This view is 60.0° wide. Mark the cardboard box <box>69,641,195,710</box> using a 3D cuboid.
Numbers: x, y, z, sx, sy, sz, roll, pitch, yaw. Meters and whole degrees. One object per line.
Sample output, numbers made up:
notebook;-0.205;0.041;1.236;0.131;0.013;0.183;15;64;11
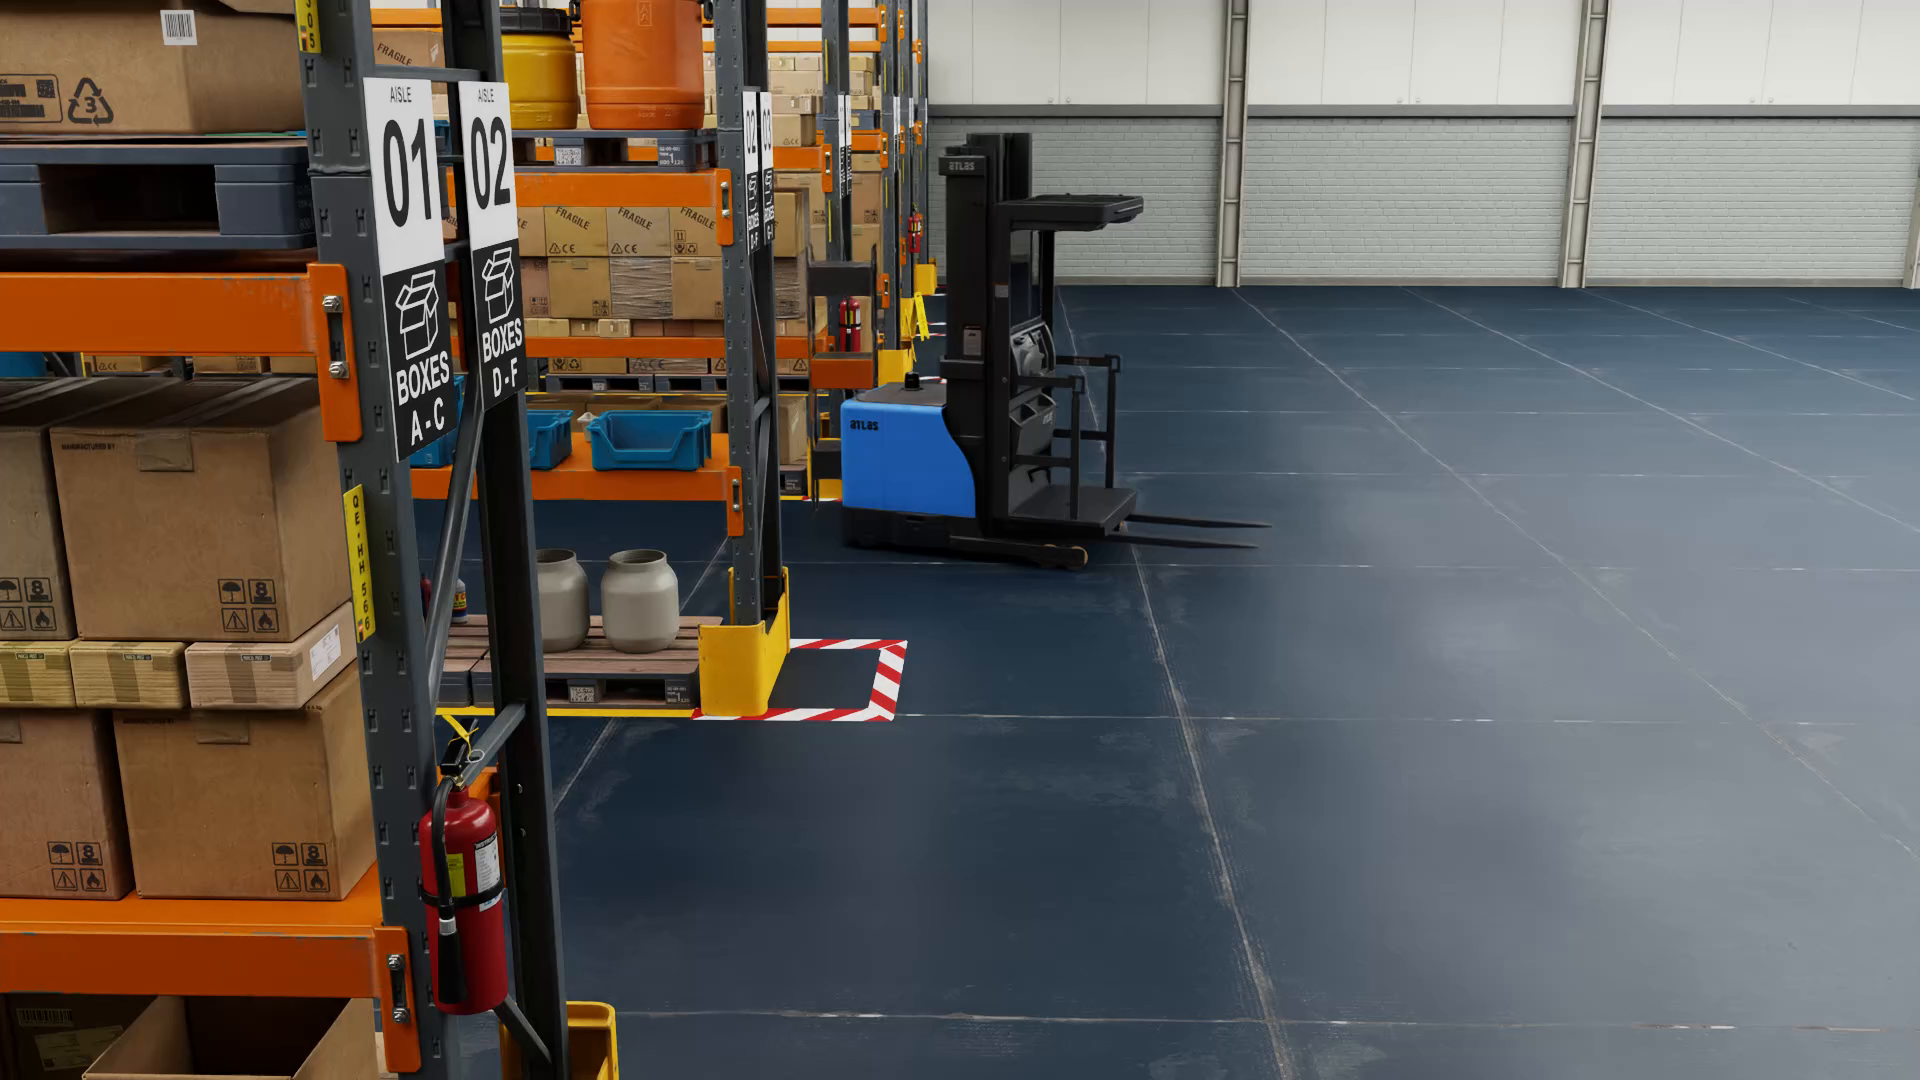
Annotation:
cardboard box;-1.895;0.269;3.972;0.250;0.149;0.380;1;15;3

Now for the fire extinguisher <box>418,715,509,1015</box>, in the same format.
fire extinguisher;-1.140;0.743;3.795;0.183;0.674;0.296;0;15;1

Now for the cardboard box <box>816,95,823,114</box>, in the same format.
cardboard box;-1.259;-3.571;13.628;0.250;0.149;0.380;0;15;1

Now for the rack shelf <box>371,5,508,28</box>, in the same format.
rack shelf;-6.760;-5.603;18.130;4.000;0.370;1.077;0;15;1

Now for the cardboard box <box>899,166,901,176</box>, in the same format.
cardboard box;-0.977;-6.187;27.861;0.250;0.149;0.380;0;15;2

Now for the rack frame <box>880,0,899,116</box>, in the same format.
rack frame;-0.762;-6.105;17.839;0.127;3.000;1.000;0;15;1

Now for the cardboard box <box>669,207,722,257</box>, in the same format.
cardboard box;-2.046;-2.558;13.416;0.500;0.500;0.500;0;15;1

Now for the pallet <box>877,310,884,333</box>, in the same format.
pallet;-1.624;-3.134;23.803;1.213;0.211;1.003;0;15;1

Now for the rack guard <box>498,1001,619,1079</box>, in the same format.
rack guard;-1.223;1.795;4.555;0.348;0.500;1.175;0;15;1

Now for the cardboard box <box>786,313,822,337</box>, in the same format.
cardboard box;-1.280;-1.768;13.652;0.250;0.149;0.380;0;15;1

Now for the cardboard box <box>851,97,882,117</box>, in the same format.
cardboard box;-1.255;-5.923;22.742;0.500;0.250;0.500;0;15;1

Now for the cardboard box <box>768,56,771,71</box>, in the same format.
cardboard box;-2.122;-5.092;17.792;0.250;0.149;0.380;0;15;2

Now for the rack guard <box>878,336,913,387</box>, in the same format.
rack guard;-0.738;-1.995;18.923;0.348;0.500;1.175;0;15;1

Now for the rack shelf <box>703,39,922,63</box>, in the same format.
rack shelf;-2.613;-8.105;27.616;4.000;0.370;1.077;0;15;1

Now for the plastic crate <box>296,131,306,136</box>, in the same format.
plastic crate;-3.030;-2.055;8.400;0.575;0.384;0.392;0;15;1

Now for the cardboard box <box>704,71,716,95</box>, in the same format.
cardboard box;-2.764;-4.919;17.918;0.500;0.250;0.500;1;15;2

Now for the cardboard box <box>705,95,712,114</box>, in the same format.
cardboard box;-2.060;-3.434;13.107;0.250;0.149;0.380;0;15;2

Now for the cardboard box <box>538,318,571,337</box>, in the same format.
cardboard box;-3.281;-1.760;13.623;0.250;0.149;0.380;0;15;1

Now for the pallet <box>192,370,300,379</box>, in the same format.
pallet;-7.973;-1.884;19.065;1.213;0.211;1.003;0;15;1

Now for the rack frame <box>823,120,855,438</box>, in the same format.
rack frame;-0.990;-1.940;13.812;0.127;3.000;1.000;0;15;1

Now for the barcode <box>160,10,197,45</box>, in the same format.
barcode;-1.561;-1.024;3.322;0.075;0.075;0.001;0;15;1

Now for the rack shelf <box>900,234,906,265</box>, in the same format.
rack shelf;-2.736;-4.132;23.533;4.000;0.370;1.077;0;15;1

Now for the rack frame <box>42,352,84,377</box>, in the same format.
rack frame;-5.115;-0.703;9.124;0.127;3.000;1.000;0;15;1

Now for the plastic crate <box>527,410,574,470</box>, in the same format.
plastic crate;-2.273;-0.537;8.789;0.408;0.251;0.499;0;15;1

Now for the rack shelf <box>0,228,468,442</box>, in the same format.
rack shelf;-3.246;-0.529;3.996;4.000;0.370;1.077;0;15;1

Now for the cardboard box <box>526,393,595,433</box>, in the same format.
cardboard box;-3.394;-0.962;14.182;0.500;0.500;0.500;-1;15;-4

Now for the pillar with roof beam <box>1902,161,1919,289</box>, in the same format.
pillar with roof beam;16.597;-7.653;23.707;0.400;9.000;9.100;0;15;1

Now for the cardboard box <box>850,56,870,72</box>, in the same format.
cardboard box;-1.108;-5.086;17.766;0.250;0.149;0.380;1;15;2

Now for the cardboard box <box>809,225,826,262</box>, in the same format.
cardboard box;-1.685;-3.265;18.543;0.550;0.550;0.875;0;15;1

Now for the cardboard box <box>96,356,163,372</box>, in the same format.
cardboard box;-9.424;-2.188;18.831;0.500;0.500;0.500;0;15;1

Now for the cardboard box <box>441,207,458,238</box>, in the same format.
cardboard box;-4.045;-2.571;13.465;0.500;0.500;0.500;0;15;1

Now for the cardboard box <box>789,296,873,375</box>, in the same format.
cardboard box;-1.442;-2.367;18.775;0.875;0.875;0.875;0;15;2

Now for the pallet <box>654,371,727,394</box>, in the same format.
pallet;-2.780;-1.850;18.937;1.213;0.211;1.003;0;15;1

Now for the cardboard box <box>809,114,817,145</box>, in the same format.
cardboard box;-1.465;-3.387;13.711;0.500;0.250;0.500;1;15;3

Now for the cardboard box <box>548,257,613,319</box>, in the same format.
cardboard box;-3.040;-2.136;13.776;0.500;0.500;0.875;0;15;1

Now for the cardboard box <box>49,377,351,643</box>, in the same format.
cardboard box;-1.766;-0.096;4.084;0.500;0.500;0.700;0;15;2

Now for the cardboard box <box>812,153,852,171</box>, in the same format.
cardboard box;-1.759;-5.096;23.035;0.500;0.500;0.700;1;15;2

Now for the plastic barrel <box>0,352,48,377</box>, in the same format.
plastic barrel;-5.494;-1.025;9.362;0.708;0.901;0.600;0;15;1

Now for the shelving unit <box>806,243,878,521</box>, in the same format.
shelving unit;-0.893;-1.210;12.808;0.503;2.100;0.431;0;15;1

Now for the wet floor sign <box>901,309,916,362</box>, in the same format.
wet floor sign;-0.683;-2.570;20.818;0.232;0.644;0.267;-2;15;-8

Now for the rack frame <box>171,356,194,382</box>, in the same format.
rack frame;-8.760;-3.256;18.802;0.127;3.000;1.000;0;15;1

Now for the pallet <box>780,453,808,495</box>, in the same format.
pallet;-1.877;-0.606;14.224;1.213;0.211;1.003;0;15;1

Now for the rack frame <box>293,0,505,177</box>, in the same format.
rack frame;-1.247;-2.314;3.472;0.127;3.000;1.000;0;15;1

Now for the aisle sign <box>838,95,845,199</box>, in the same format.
aisle sign;-0.936;-3.120;13.189;0.004;0.787;0.394;0;15;1

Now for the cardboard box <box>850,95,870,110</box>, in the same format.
cardboard box;-1.103;-4.700;17.868;0.250;0.149;0.380;0;15;1

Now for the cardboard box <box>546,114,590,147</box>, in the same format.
cardboard box;-2.993;-3.266;13.253;0.500;0.250;0.500;0;15;0

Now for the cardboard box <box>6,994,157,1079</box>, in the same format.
cardboard box;-2.277;1.287;4.677;0.500;0.500;0.500;0;15;1

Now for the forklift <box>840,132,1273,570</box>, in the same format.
forklift;0.701;-1.359;11.747;3.031;2.935;1.130;5;16;19

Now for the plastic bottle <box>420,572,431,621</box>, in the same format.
plastic bottle;-3.147;0.327;9.685;0.133;0.283;0.061;1;15;2

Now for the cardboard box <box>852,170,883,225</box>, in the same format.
cardboard box;-1.132;-3.811;18.494;0.550;0.550;0.875;0;15;1

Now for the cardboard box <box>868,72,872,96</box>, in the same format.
cardboard box;-1.238;-5.046;18.396;0.500;0.250;0.500;0;15;1

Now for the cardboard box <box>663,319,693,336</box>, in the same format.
cardboard box;-2.280;-1.776;13.682;0.250;0.149;0.380;0;15;1

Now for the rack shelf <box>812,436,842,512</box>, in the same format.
rack shelf;-0.893;-0.520;12.991;0.480;0.518;0.431;0;15;1
